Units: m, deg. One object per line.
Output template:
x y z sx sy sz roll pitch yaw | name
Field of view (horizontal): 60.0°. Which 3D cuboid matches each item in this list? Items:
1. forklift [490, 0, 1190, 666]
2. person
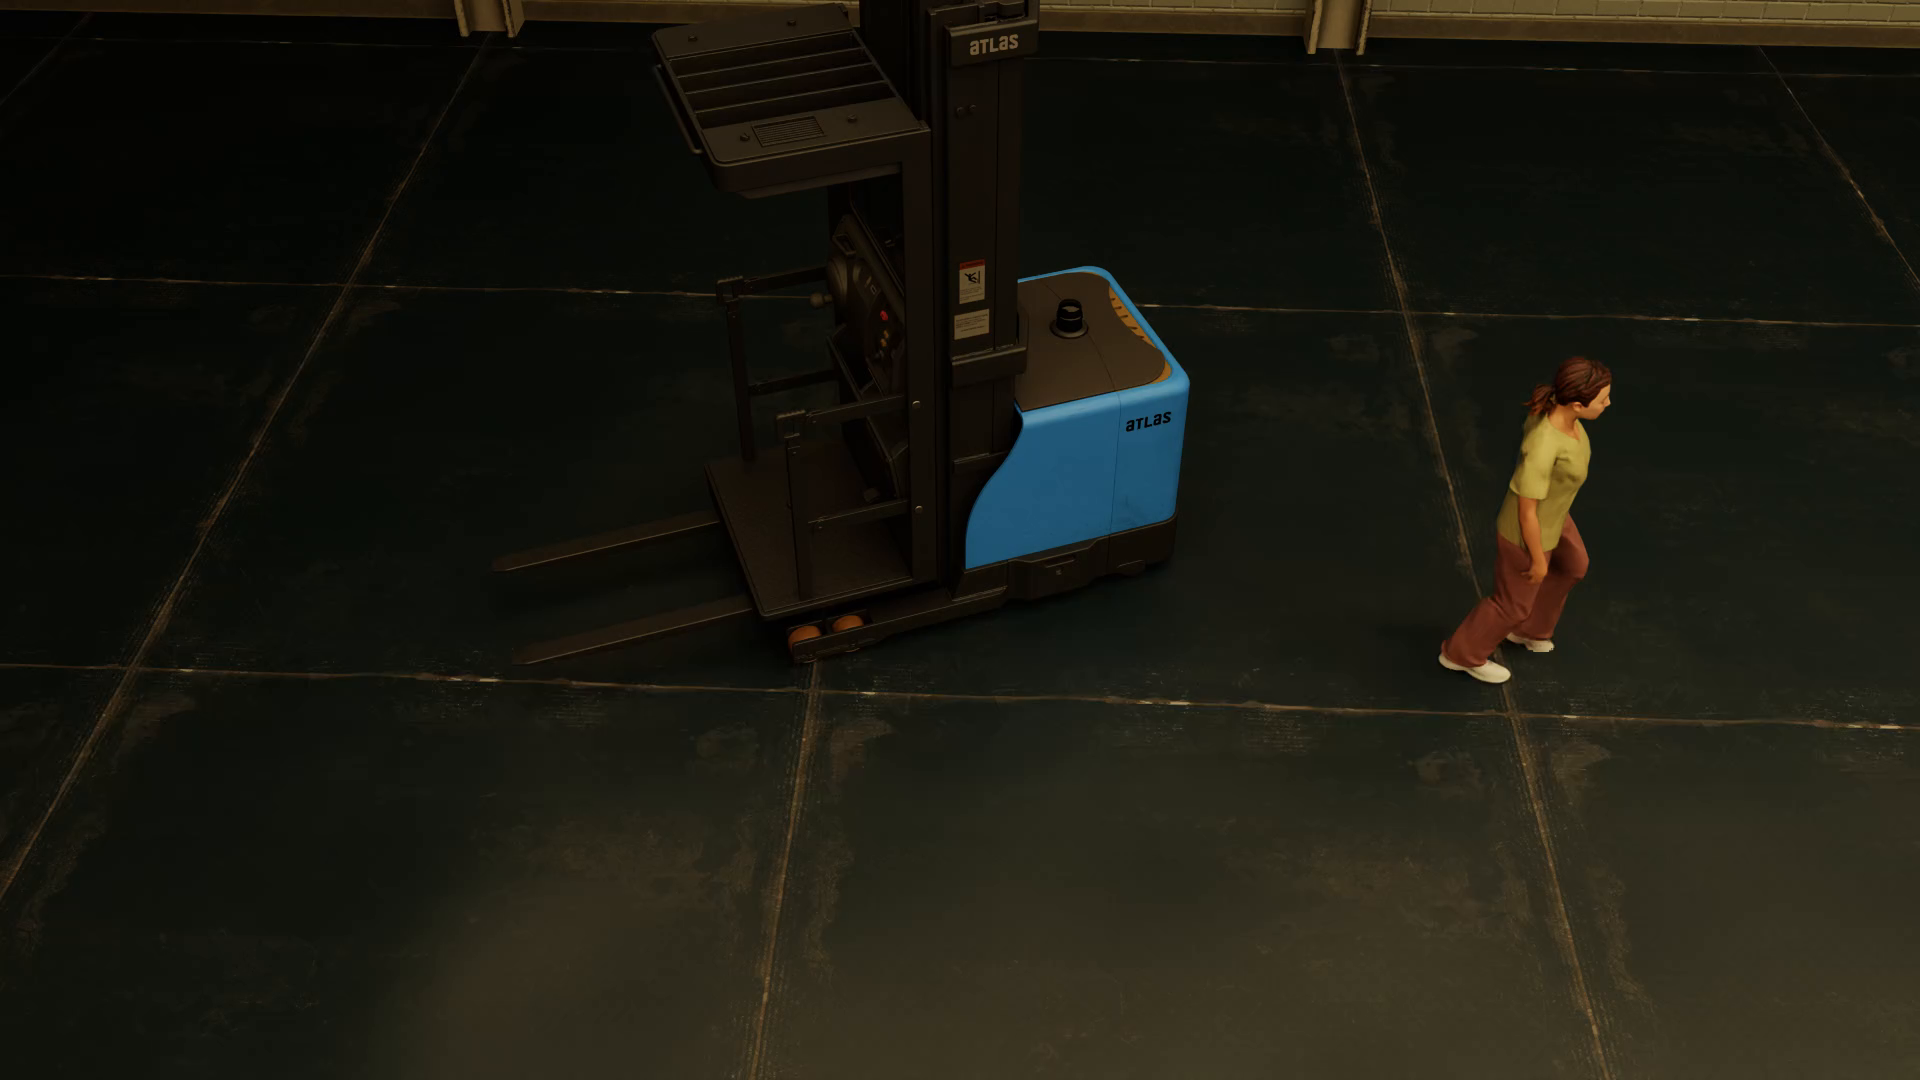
-0.573 -0.945 6.778 3.031 2.935 1.130 -13 44 -14 | forklift
2.356 -0.030 6.769 0.497 1.710 0.564 15 45 16 | person
